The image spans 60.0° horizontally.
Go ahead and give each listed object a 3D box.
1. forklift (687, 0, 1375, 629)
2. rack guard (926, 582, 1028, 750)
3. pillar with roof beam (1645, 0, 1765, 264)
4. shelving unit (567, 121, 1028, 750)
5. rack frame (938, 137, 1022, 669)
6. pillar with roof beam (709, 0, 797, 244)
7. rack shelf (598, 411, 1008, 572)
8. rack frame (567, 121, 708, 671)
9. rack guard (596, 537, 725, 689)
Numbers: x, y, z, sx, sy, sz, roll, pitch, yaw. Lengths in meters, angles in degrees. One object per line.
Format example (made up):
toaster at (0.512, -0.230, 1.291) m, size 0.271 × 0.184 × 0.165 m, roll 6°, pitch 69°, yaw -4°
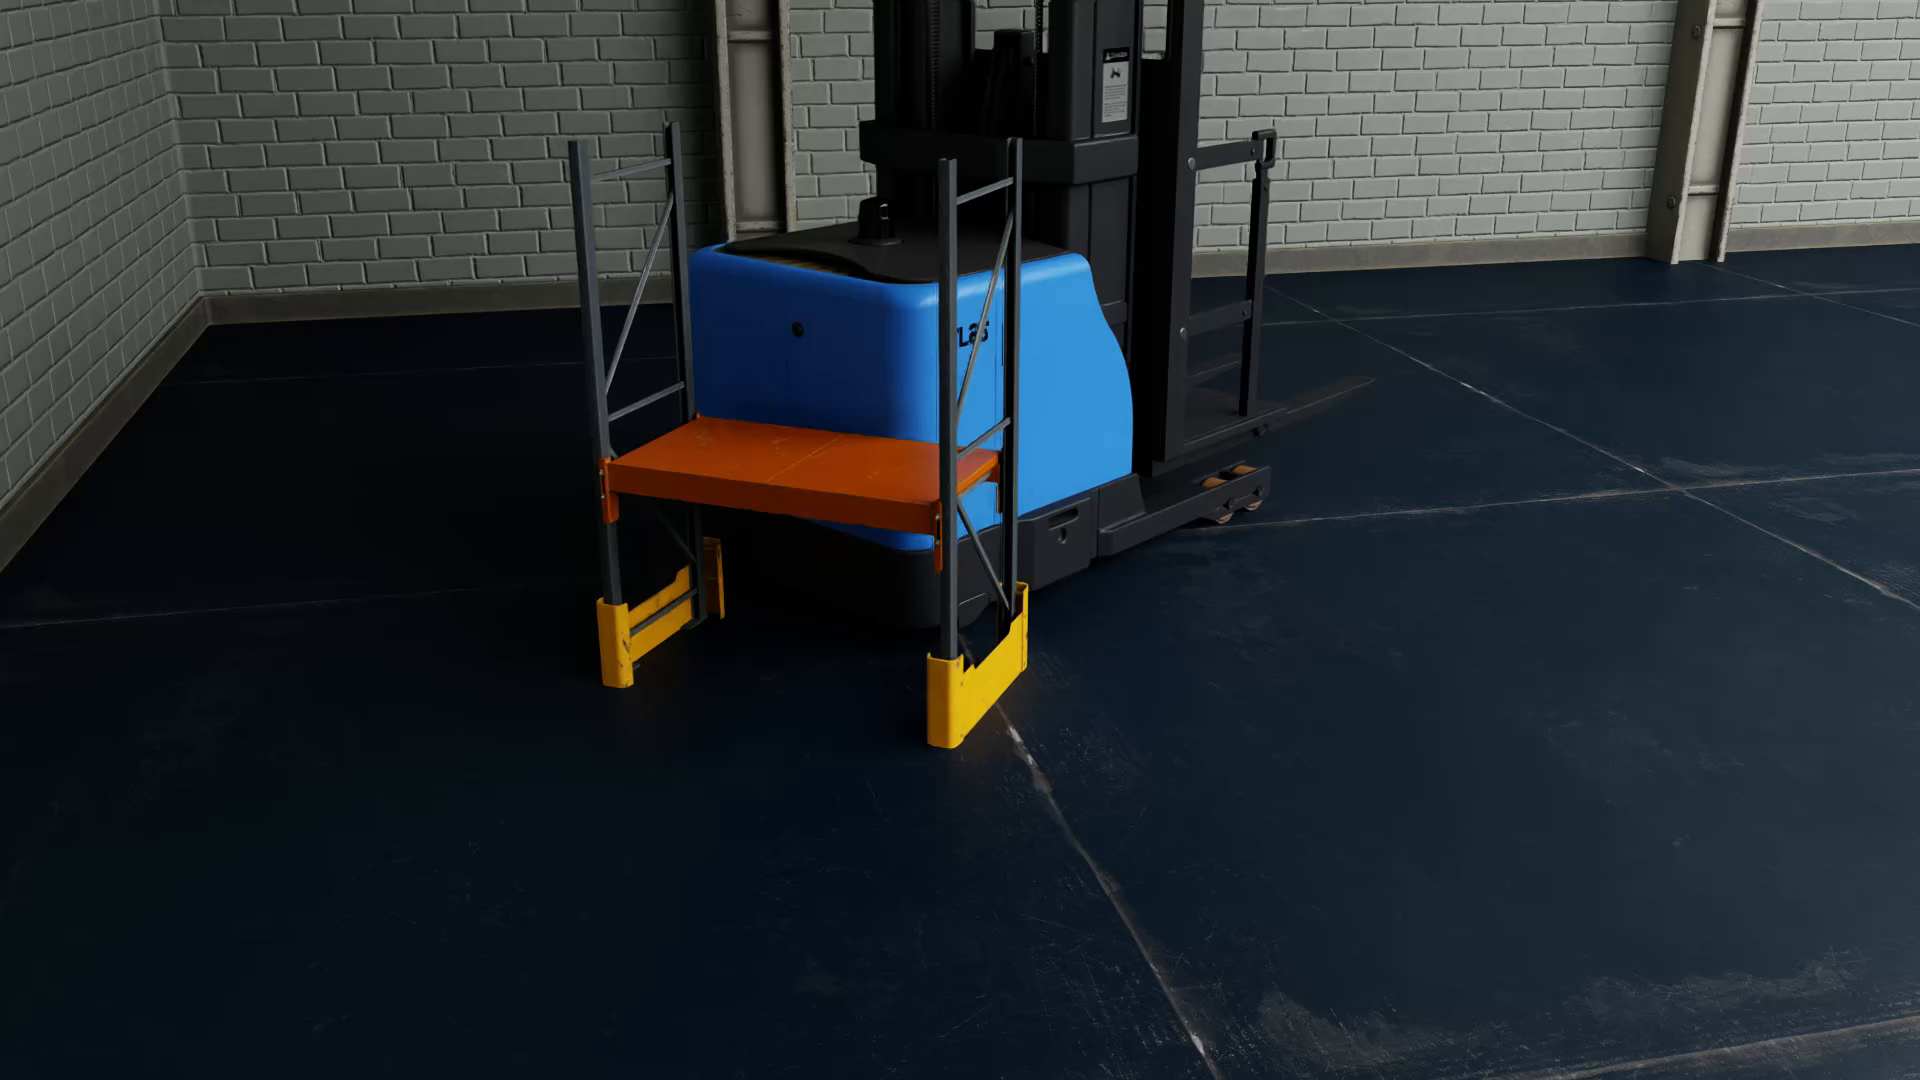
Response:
forklift at (0.494, -1.538, 5.752) m, size 1.130 × 2.935 × 3.031 m, roll 17°, pitch 26°, yaw 39°
rack guard at (0.054, 0.331, 4.548) m, size 0.087 × 0.250 × 0.587 m, roll 8°, pitch 22°, yaw 20°
pillar with roof beam at (5.692, -4.616, 5.334) m, size 0.400 × 9.000 × 9.100 m, roll -5°, pitch 21°, yaw -12°
shelving unit at (-0.409, -0.320, 4.506) m, size 1.083 × 1.500 × 0.587 m, roll 8°, pitch 22°, yaw 20°
rack frame at (0.055, -0.256, 4.332) m, size 0.032 × 1.500 × 0.500 m, roll 8°, pitch 22°, yaw 20°
pillar with roof beam at (-0.147, -4.141, 4.037) m, size 0.400 × 9.000 × 9.100 m, roll -5°, pitch 21°, yaw -12°
rack shelf at (-0.417, -0.152, 4.571) m, size 1.000 × 0.185 × 0.538 m, roll 8°, pitch 22°, yaw 20°
rack frame at (-0.889, -0.386, 4.687) m, size 0.032 × 1.500 × 0.500 m, roll 8°, pitch 22°, yaw 20°
rack guard at (-0.871, 0.204, 4.895) m, size 0.087 × 0.250 × 0.587 m, roll 8°, pitch 22°, yaw 20°
